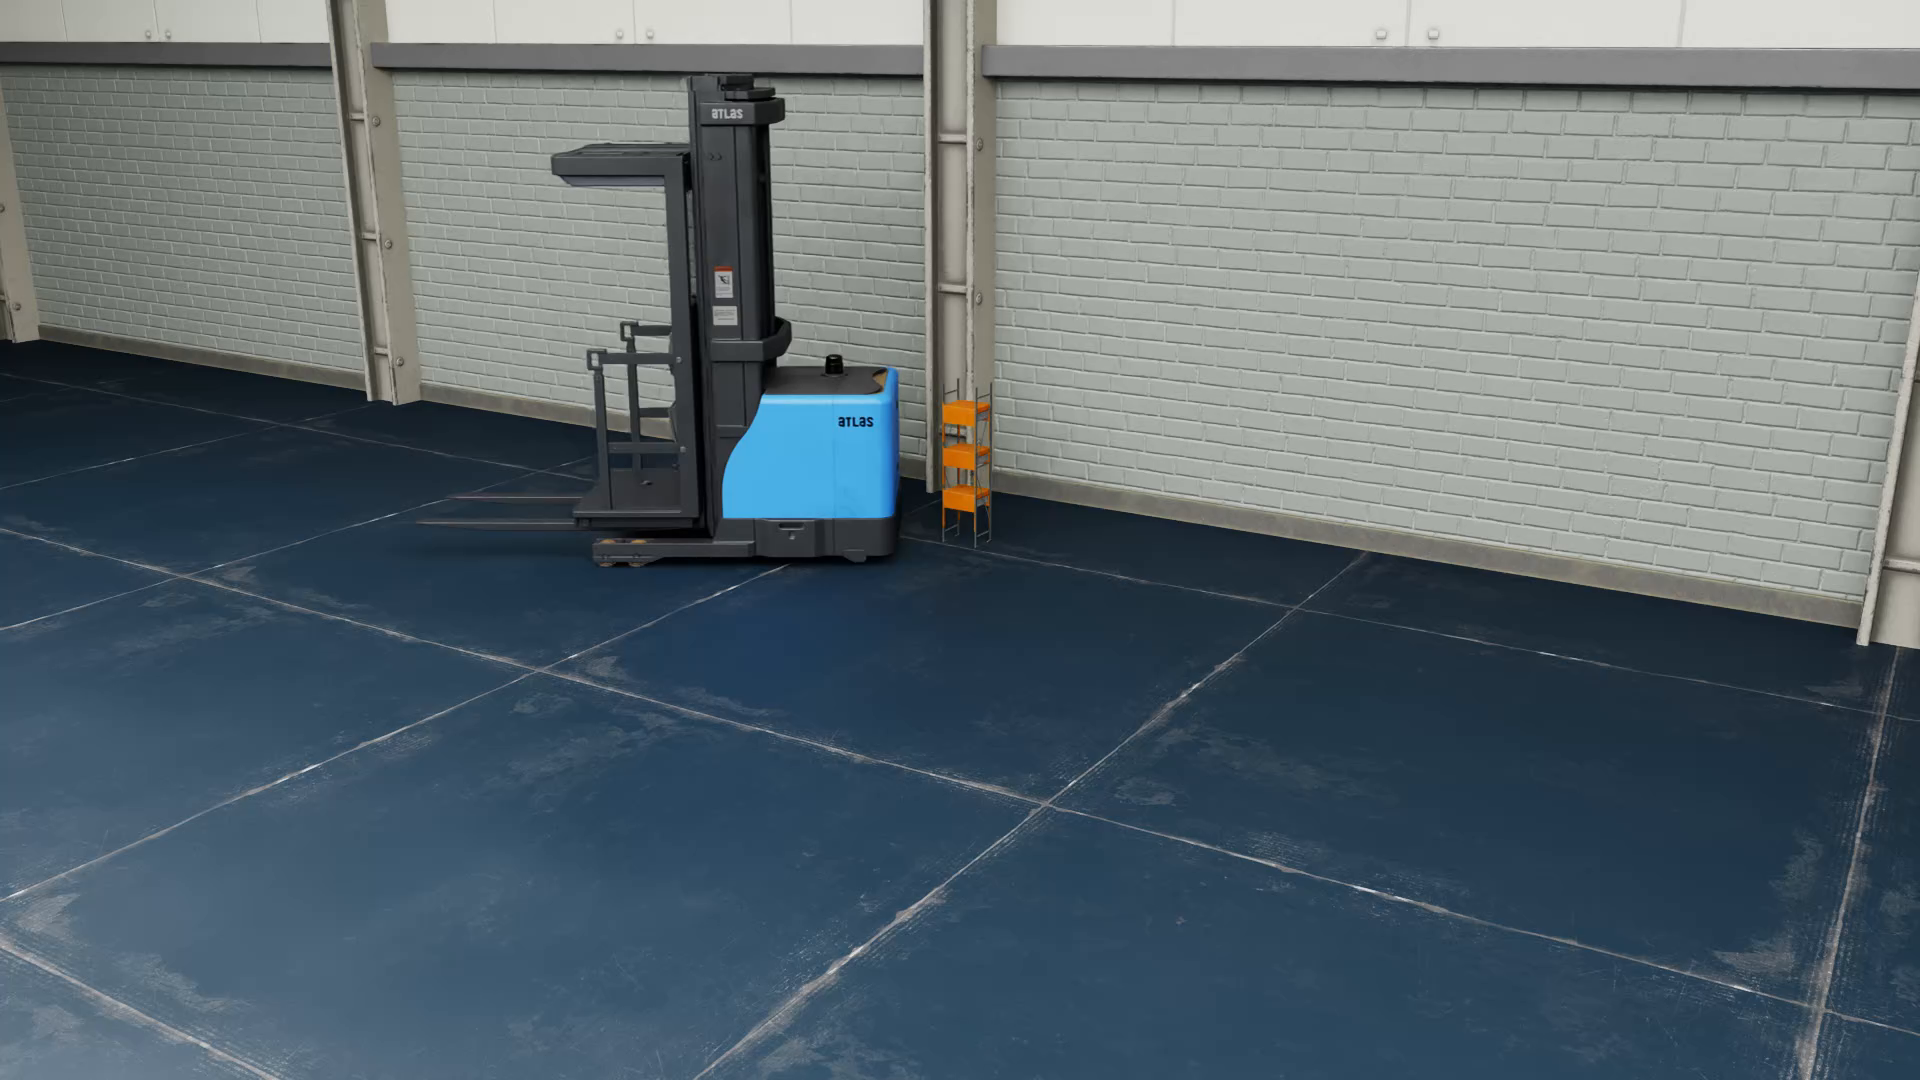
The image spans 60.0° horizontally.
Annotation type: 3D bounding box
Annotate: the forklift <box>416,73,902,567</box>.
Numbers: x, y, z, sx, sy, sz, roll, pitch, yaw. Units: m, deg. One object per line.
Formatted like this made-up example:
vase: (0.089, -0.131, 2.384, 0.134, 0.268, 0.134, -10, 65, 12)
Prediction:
forklift: (-1.910, -1.390, 10.414, 3.031, 2.935, 1.130, 0, 17, 0)

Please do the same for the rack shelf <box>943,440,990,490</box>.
rack shelf: (0.046, -0.484, 10.705, 0.240, 0.259, 0.215, 10, 20, 30)

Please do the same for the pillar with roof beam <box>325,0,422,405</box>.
pillar with roof beam: (-7.366, -4.509, 10.241, 0.400, 9.000, 9.100, 10, 20, 30)

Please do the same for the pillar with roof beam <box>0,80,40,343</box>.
pillar with roof beam: (-12.478, -5.421, 13.246, 0.400, 9.000, 9.100, 10, 20, 30)

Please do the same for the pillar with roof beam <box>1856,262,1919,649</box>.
pillar with roof beam: (2.860, -2.683, 4.232, 0.400, 9.000, 9.100, 10, 20, 30)

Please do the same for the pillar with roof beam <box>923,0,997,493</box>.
pillar with roof beam: (-2.253, -3.596, 7.237, 0.400, 9.000, 9.100, 10, 20, 30)

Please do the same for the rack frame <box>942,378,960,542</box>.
rack frame: (-0.058, -0.513, 10.763, 0.008, 1.050, 0.200, 10, 20, 30)

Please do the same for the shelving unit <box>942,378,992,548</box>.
shelving unit: (0.046, -0.494, 10.702, 0.252, 1.050, 0.215, 10, 20, 30)

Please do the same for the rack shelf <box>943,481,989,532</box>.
rack shelf: (0.046, -0.218, 10.786, 0.240, 0.259, 0.215, 10, 20, 30)

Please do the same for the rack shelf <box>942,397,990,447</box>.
rack shelf: (0.046, -0.756, 10.622, 0.240, 0.259, 0.215, 10, 20, 30)

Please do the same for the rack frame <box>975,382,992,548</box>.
rack frame: (0.150, -0.476, 10.641, 0.008, 1.050, 0.200, 10, 20, 30)
